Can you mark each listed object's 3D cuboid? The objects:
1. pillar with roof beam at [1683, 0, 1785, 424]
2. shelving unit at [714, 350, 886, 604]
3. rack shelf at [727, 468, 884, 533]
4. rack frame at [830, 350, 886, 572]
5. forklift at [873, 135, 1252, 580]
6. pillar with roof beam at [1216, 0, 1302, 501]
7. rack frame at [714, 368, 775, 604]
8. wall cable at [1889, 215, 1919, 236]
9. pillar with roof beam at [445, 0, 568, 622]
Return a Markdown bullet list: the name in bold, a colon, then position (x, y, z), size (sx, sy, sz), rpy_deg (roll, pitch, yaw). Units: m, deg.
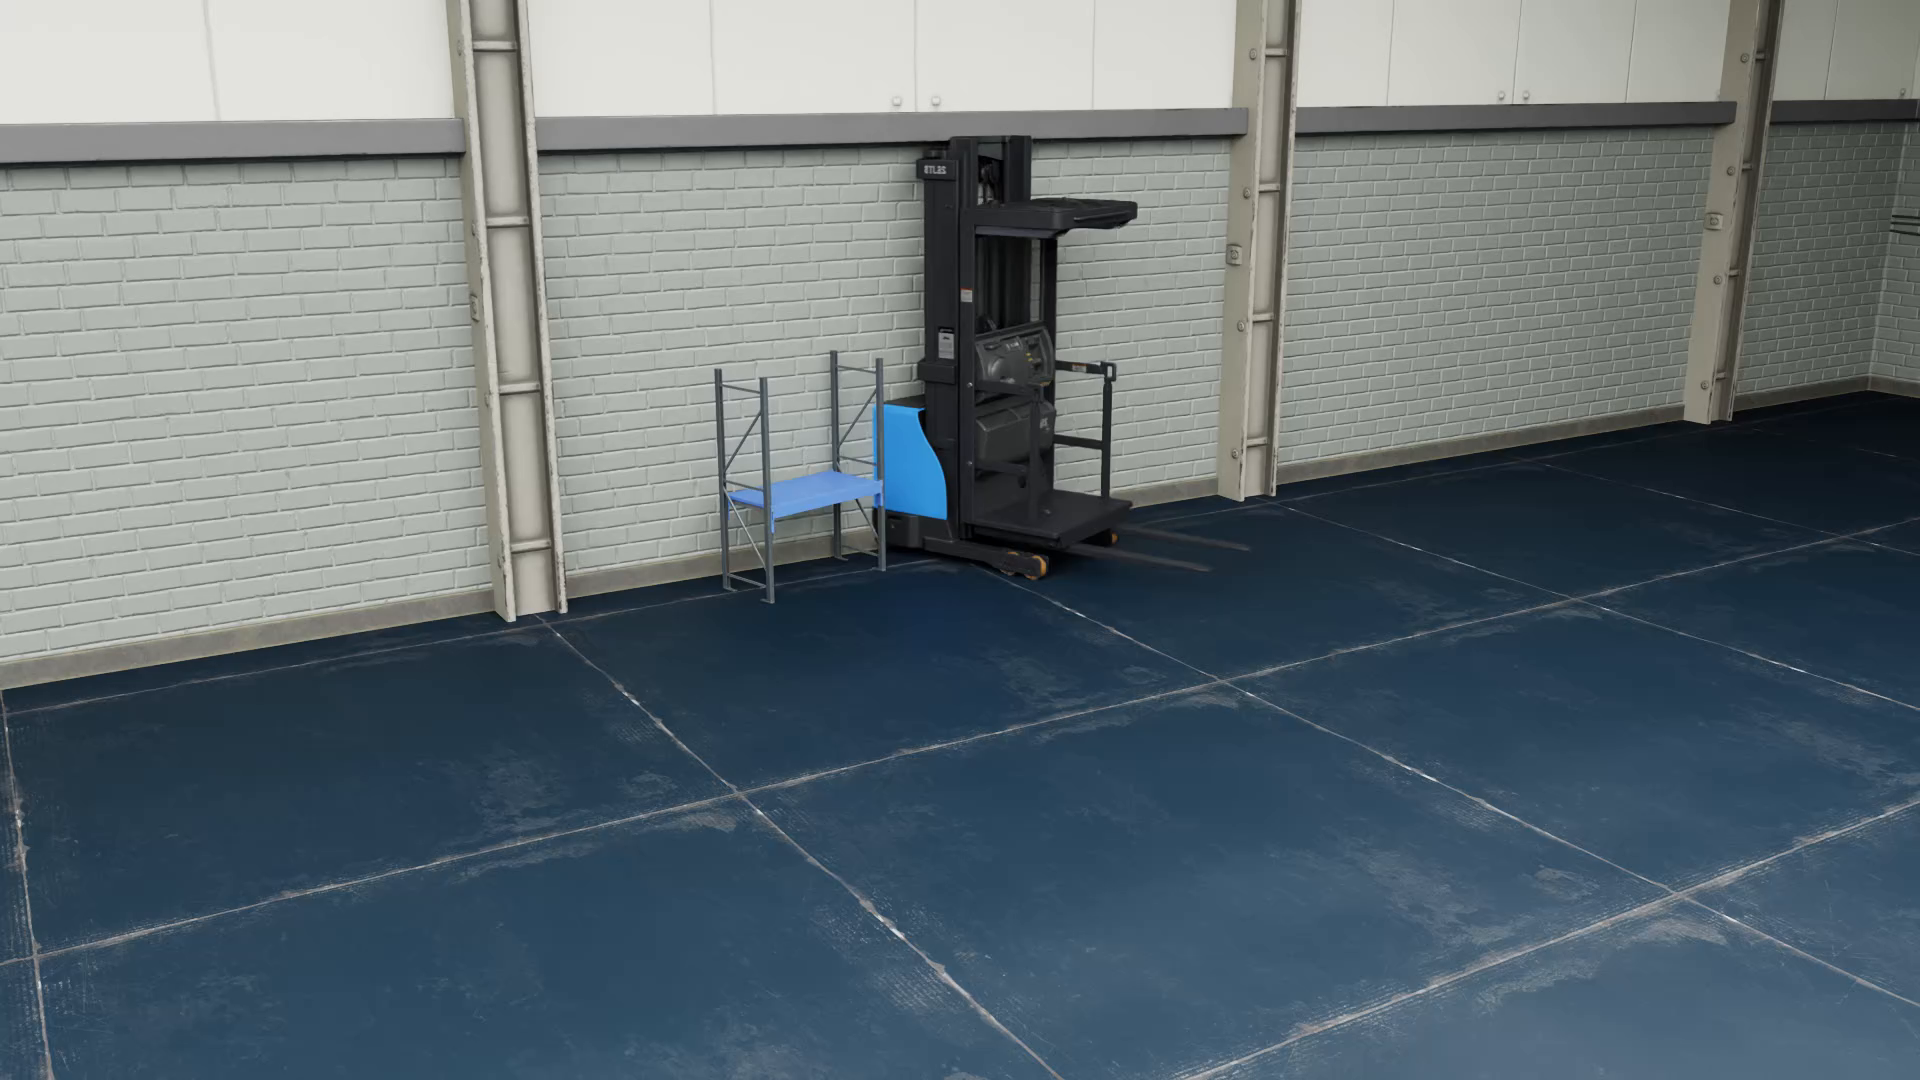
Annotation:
- **pillar with roof beam**: position (9.723, -4.547, 11.960), size (0.400, 9.000, 9.100), rpy_deg (-9, 18, -30)
- **shelving unit**: position (-1.061, -0.450, 11.237), size (0.538, 1.500, 1.048), rpy_deg (14, 21, 41)
- **rack shelf**: position (-1.061, -0.277, 11.286), size (0.538, 0.185, 1.000), rpy_deg (14, 21, 41)
- **rack frame**: position (-0.711, -0.550, 11.592), size (0.500, 1.500, 0.032), rpy_deg (14, 21, 41)
- **forklift**: position (0.563, -1.299, 11.614), size (3.031, 2.935, 1.130), rpy_deg (10, 19, 33)
- **pillar with roof beam**: position (4.580, -3.713, 8.985), size (0.400, 9.000, 9.100), rpy_deg (-9, 18, -30)
- **rack frame**: position (-1.410, -0.351, 10.882), size (0.500, 1.500, 0.032), rpy_deg (14, 21, 41)
- **wall cable**: position (10.712, -4.152, 16.302), size (0.112, 2.526, 3.097), rpy_deg (-9, 18, -30)
- **pillar with roof beam**: position (-0.564, -2.879, 6.010), size (0.400, 9.000, 9.100), rpy_deg (-9, 18, -30)
